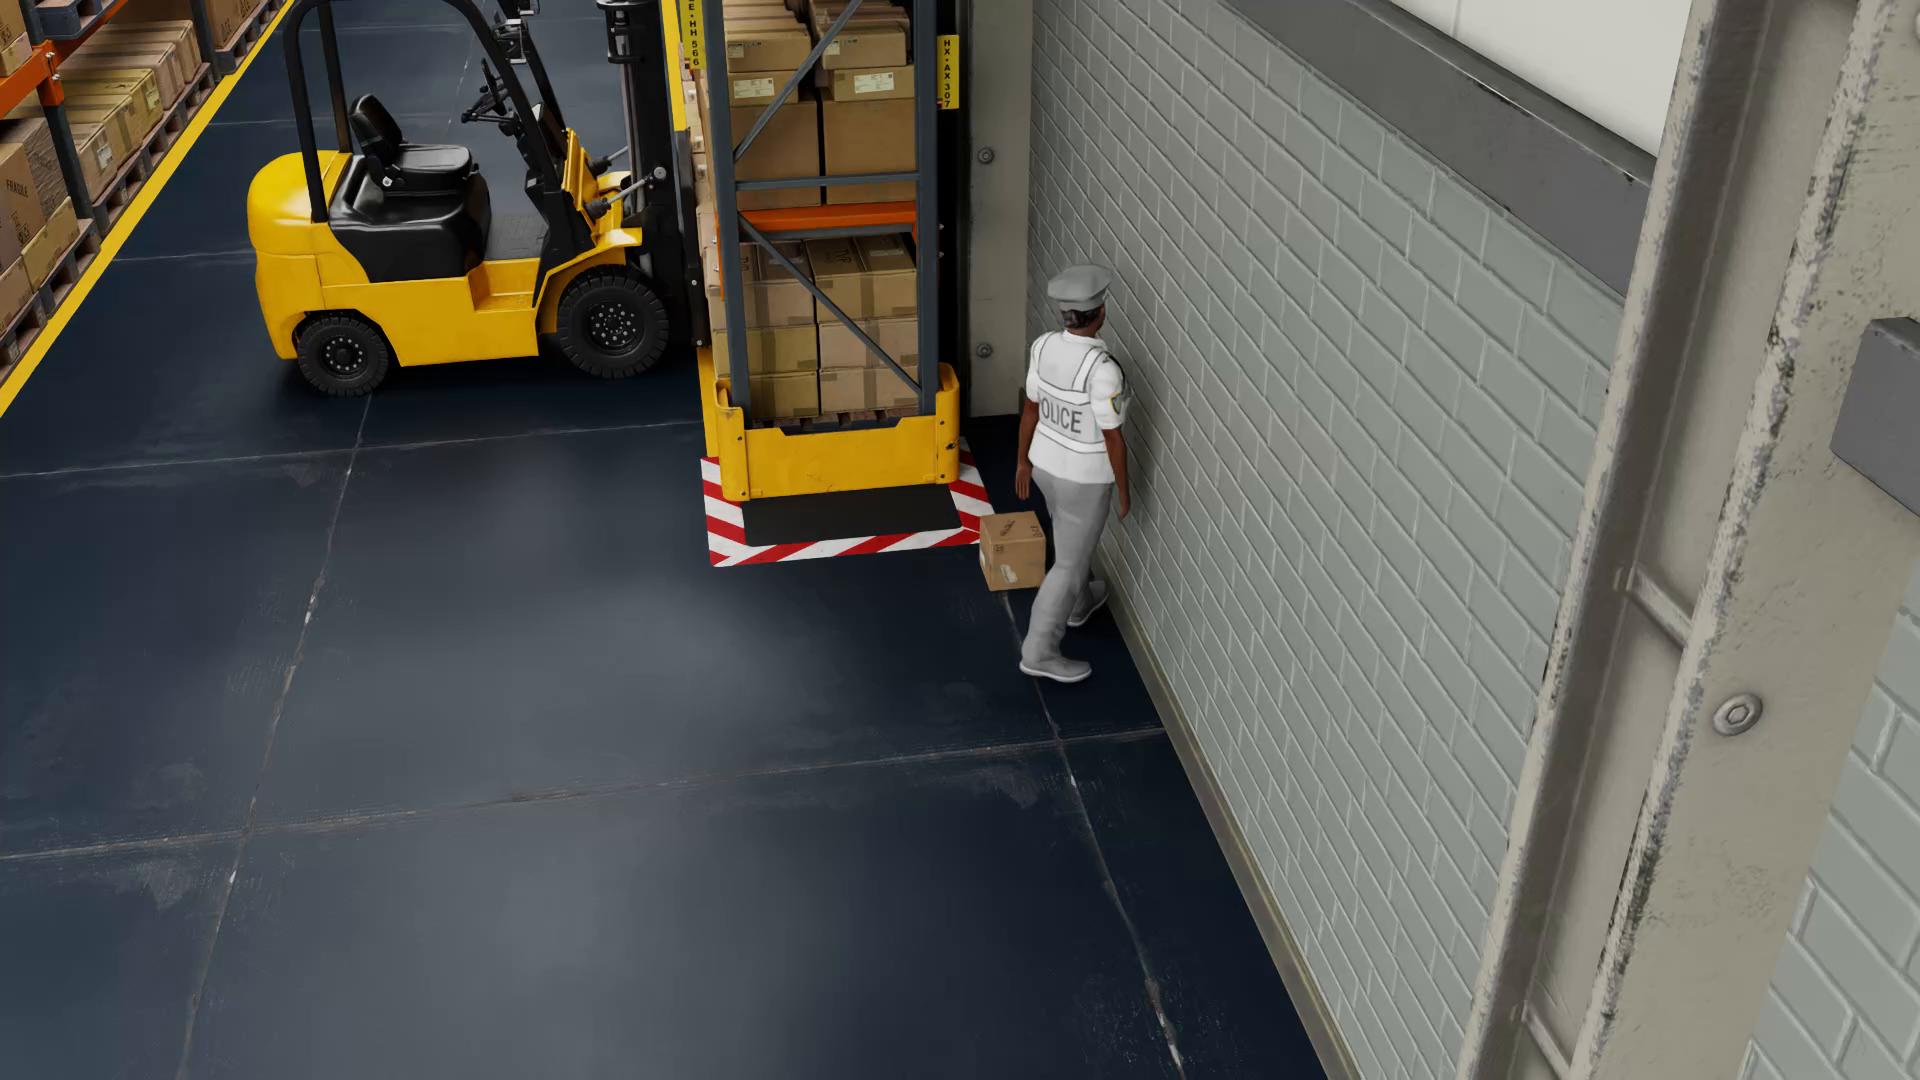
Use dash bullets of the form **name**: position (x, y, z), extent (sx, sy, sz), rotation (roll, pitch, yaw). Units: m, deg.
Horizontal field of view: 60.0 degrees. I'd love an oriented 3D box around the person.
- **person**: position (0.478, -0.276, 6.565), extent (0.667, 1.651, 0.503), rotation (-19, 36, -29)
